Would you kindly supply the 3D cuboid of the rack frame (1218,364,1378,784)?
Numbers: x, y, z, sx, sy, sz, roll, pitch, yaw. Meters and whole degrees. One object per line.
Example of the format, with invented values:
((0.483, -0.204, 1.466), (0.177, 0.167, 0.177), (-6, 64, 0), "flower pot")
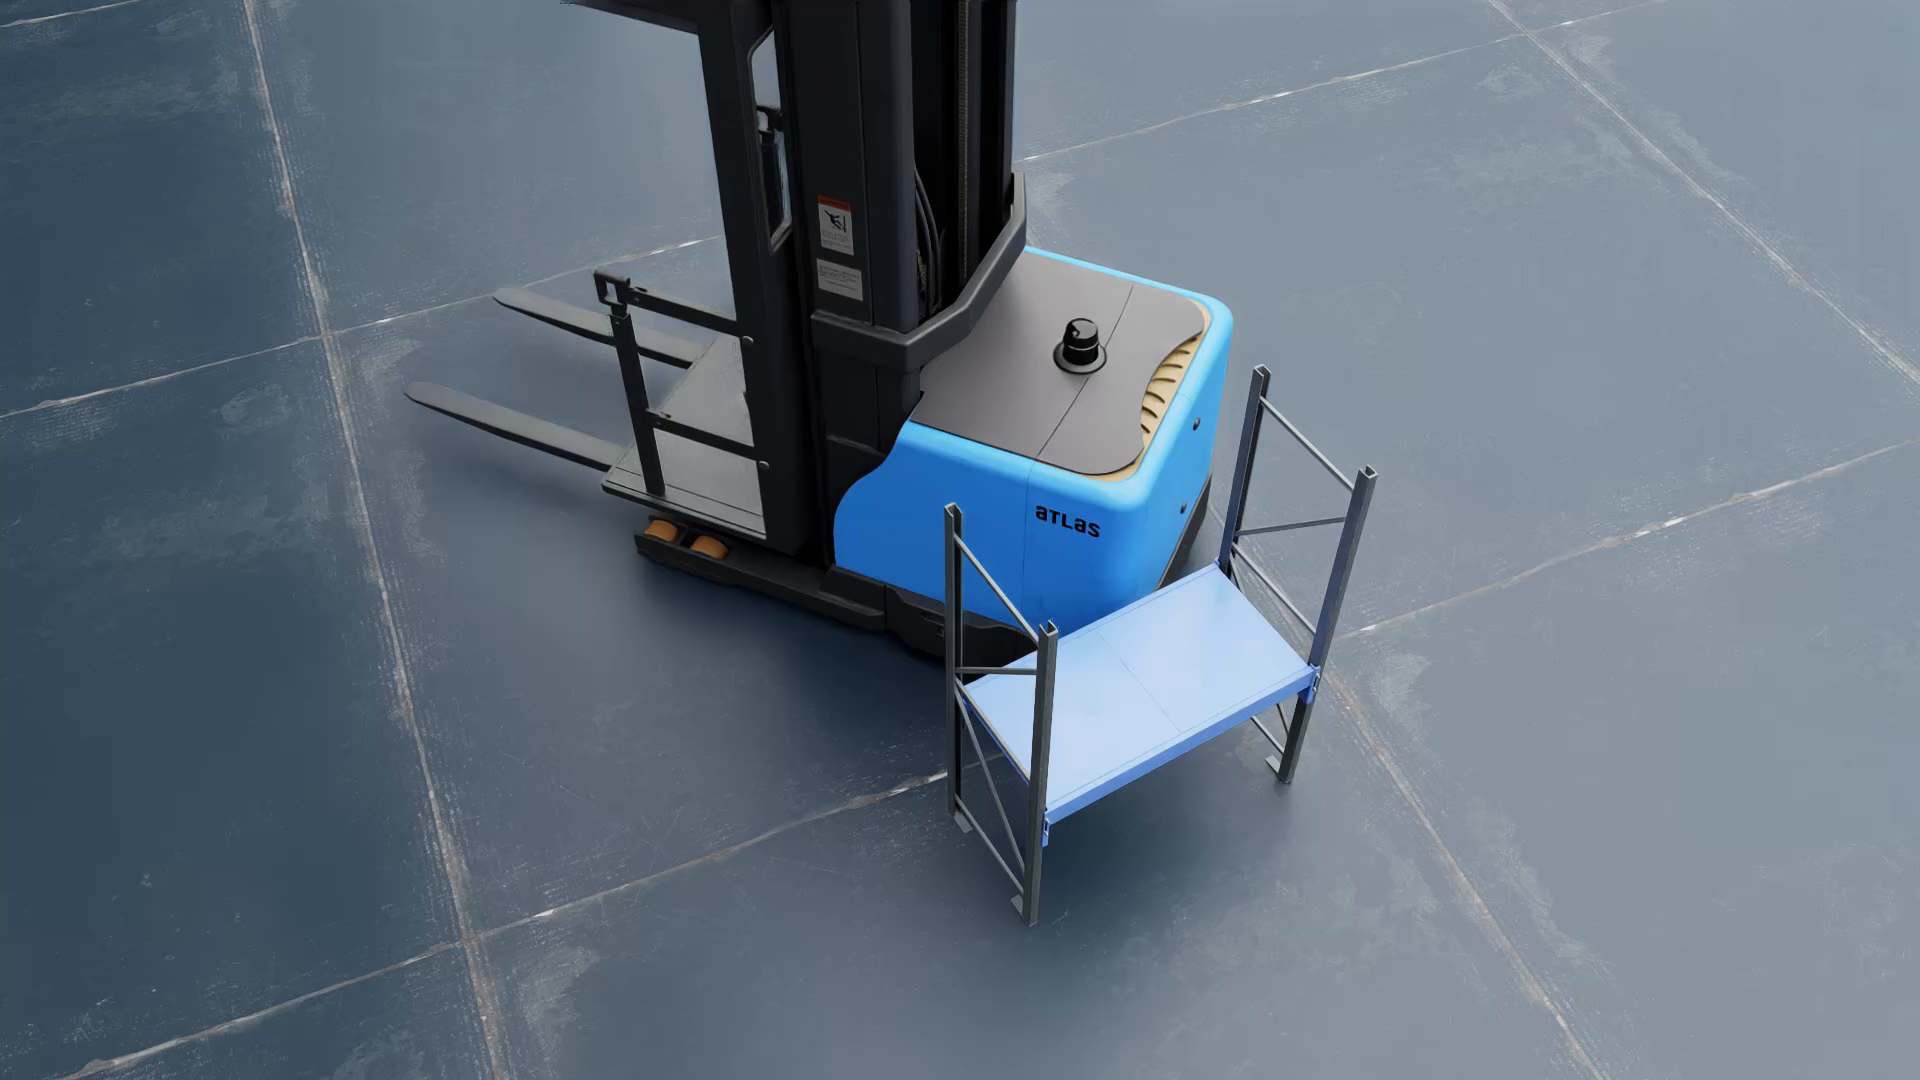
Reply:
((0.971, 0.158, 5.126), (0.032, 1.500, 0.500), (-25, 54, -20), "rack frame")

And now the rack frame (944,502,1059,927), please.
((0.100, 0.557, 4.783), (0.032, 1.500, 0.500), (-25, 54, -20), "rack frame")

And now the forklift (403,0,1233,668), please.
((-0.642, -1.157, 5.312), (3.031, 2.935, 1.130), (18, 52, 15), "forklift")

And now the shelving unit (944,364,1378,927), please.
((0.535, 0.357, 4.955), (1.048, 1.500, 0.538), (-25, 54, -20), "shelving unit")

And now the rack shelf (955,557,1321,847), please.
((0.535, 0.474, 5.091), (1.000, 0.185, 0.538), (-25, 54, -20), "rack shelf")
